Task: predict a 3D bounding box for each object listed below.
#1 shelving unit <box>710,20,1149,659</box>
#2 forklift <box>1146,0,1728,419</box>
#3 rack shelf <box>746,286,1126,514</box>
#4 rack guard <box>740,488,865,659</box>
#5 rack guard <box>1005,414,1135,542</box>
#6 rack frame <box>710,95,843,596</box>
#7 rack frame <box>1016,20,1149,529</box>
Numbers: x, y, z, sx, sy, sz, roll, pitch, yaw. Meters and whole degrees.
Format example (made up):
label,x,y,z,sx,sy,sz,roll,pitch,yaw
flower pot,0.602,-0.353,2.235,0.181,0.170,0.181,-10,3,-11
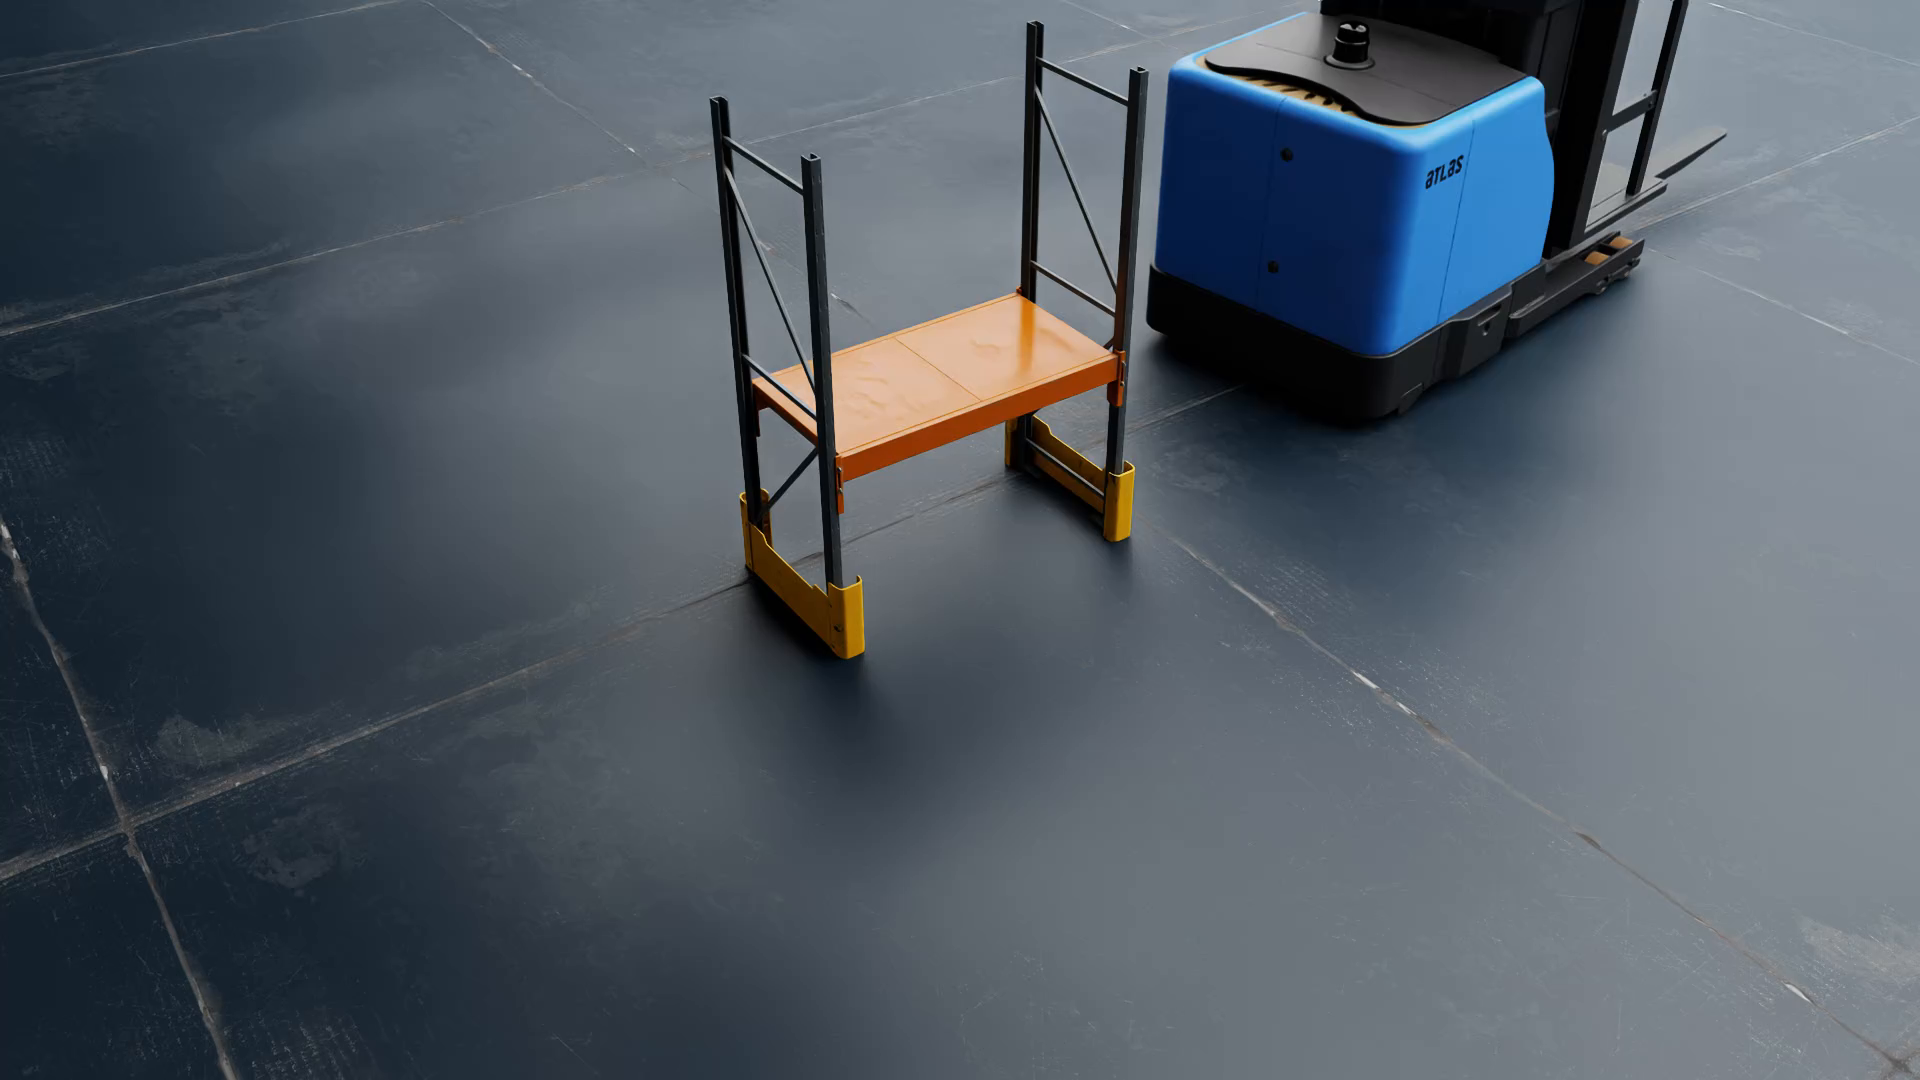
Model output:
label,x,y,z,sx,sy,sz,roll,pitch,yaw
shelving unit,-0.062,-0.583,4.776,1.083,1.500,0.587,-22,41,-28
forklift,2.107,-2.358,6.018,3.031,2.935,1.130,-30,45,-35
rack shelf,-0.070,-0.434,4.877,1.000,0.185,0.538,-22,41,-28
rack guard,-0.469,0.092,4.908,0.087,0.250,0.587,-22,41,-28
rack guard,0.345,-0.243,5.374,0.087,0.250,0.587,-22,41,-28
rack frame,-0.485,-0.409,4.534,0.032,1.500,0.500,-22,41,-28
rack frame,0.346,-0.751,5.010,0.032,1.500,0.500,-22,41,-28
